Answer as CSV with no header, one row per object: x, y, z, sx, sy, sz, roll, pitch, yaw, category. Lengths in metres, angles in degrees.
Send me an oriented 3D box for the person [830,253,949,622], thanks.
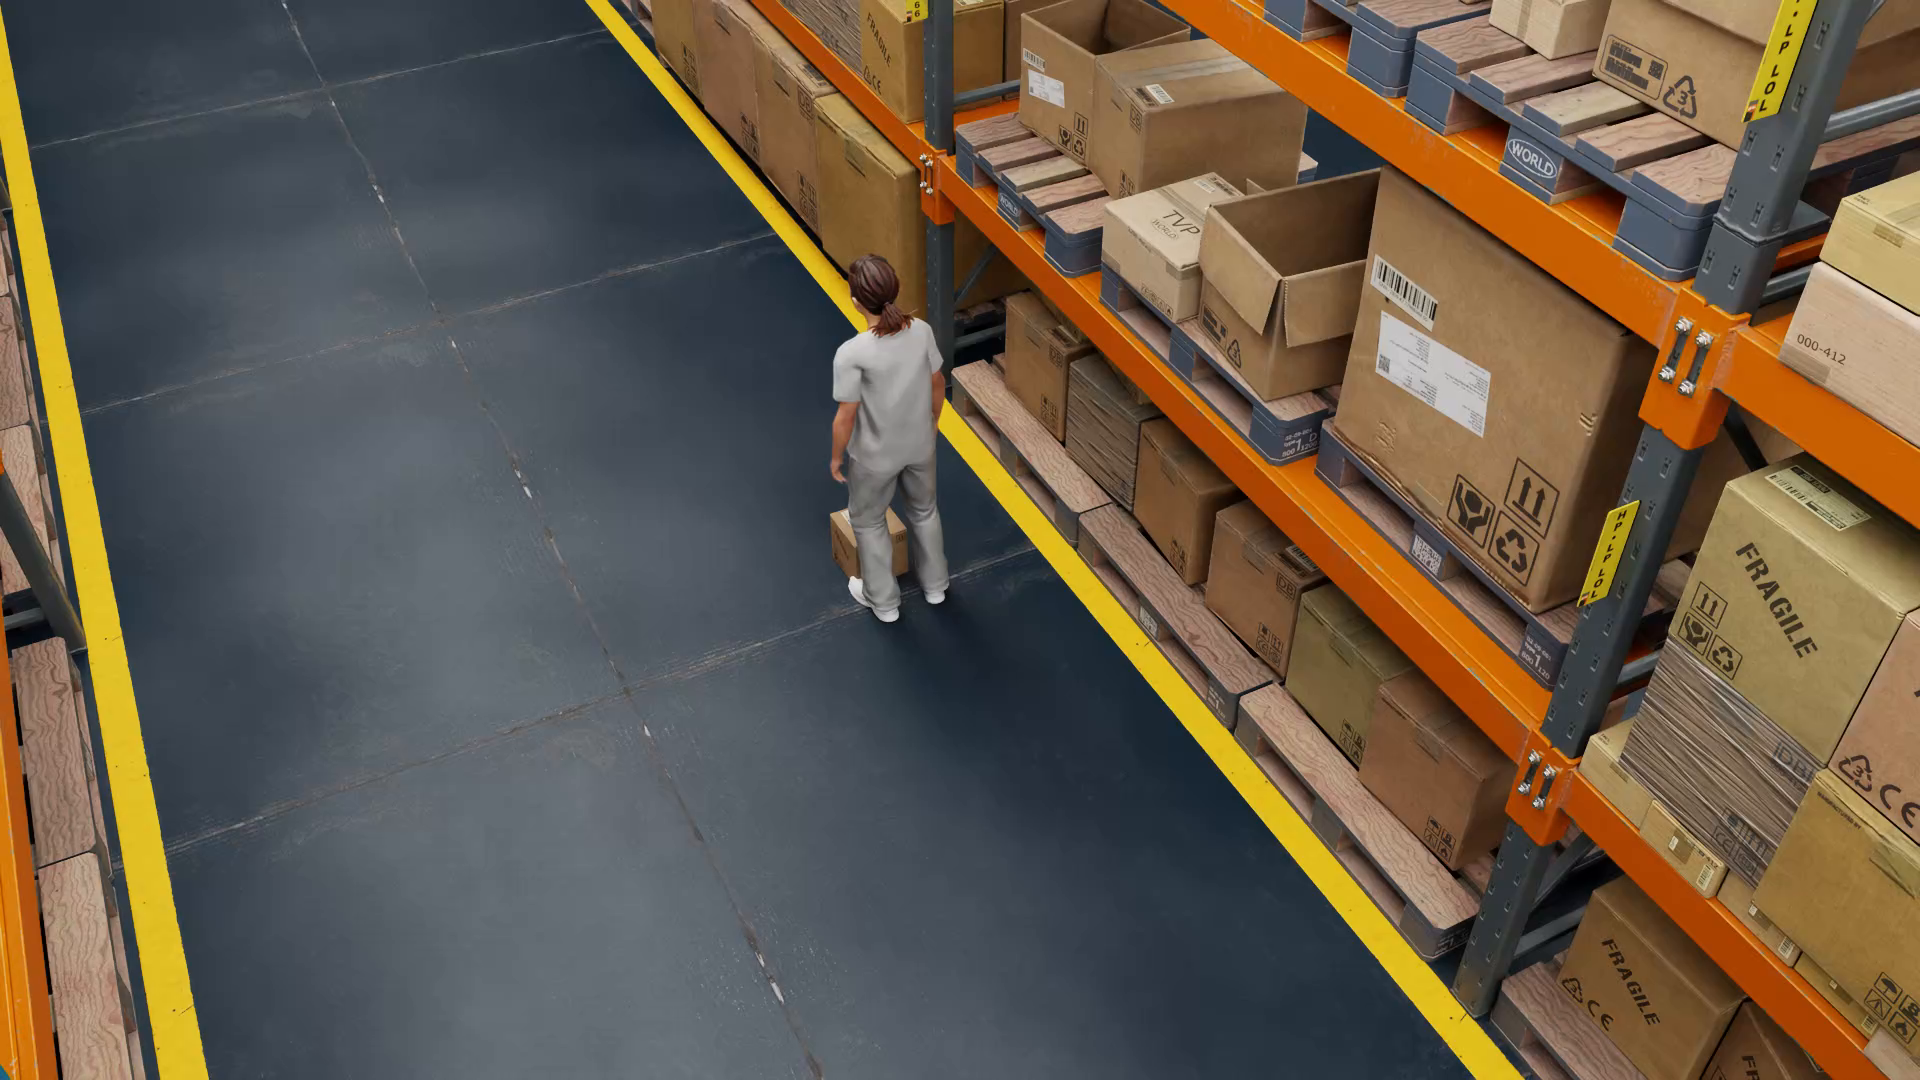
-0.276,-0.376,6.589,0.513,1.669,0.354,-21,46,-22,person
